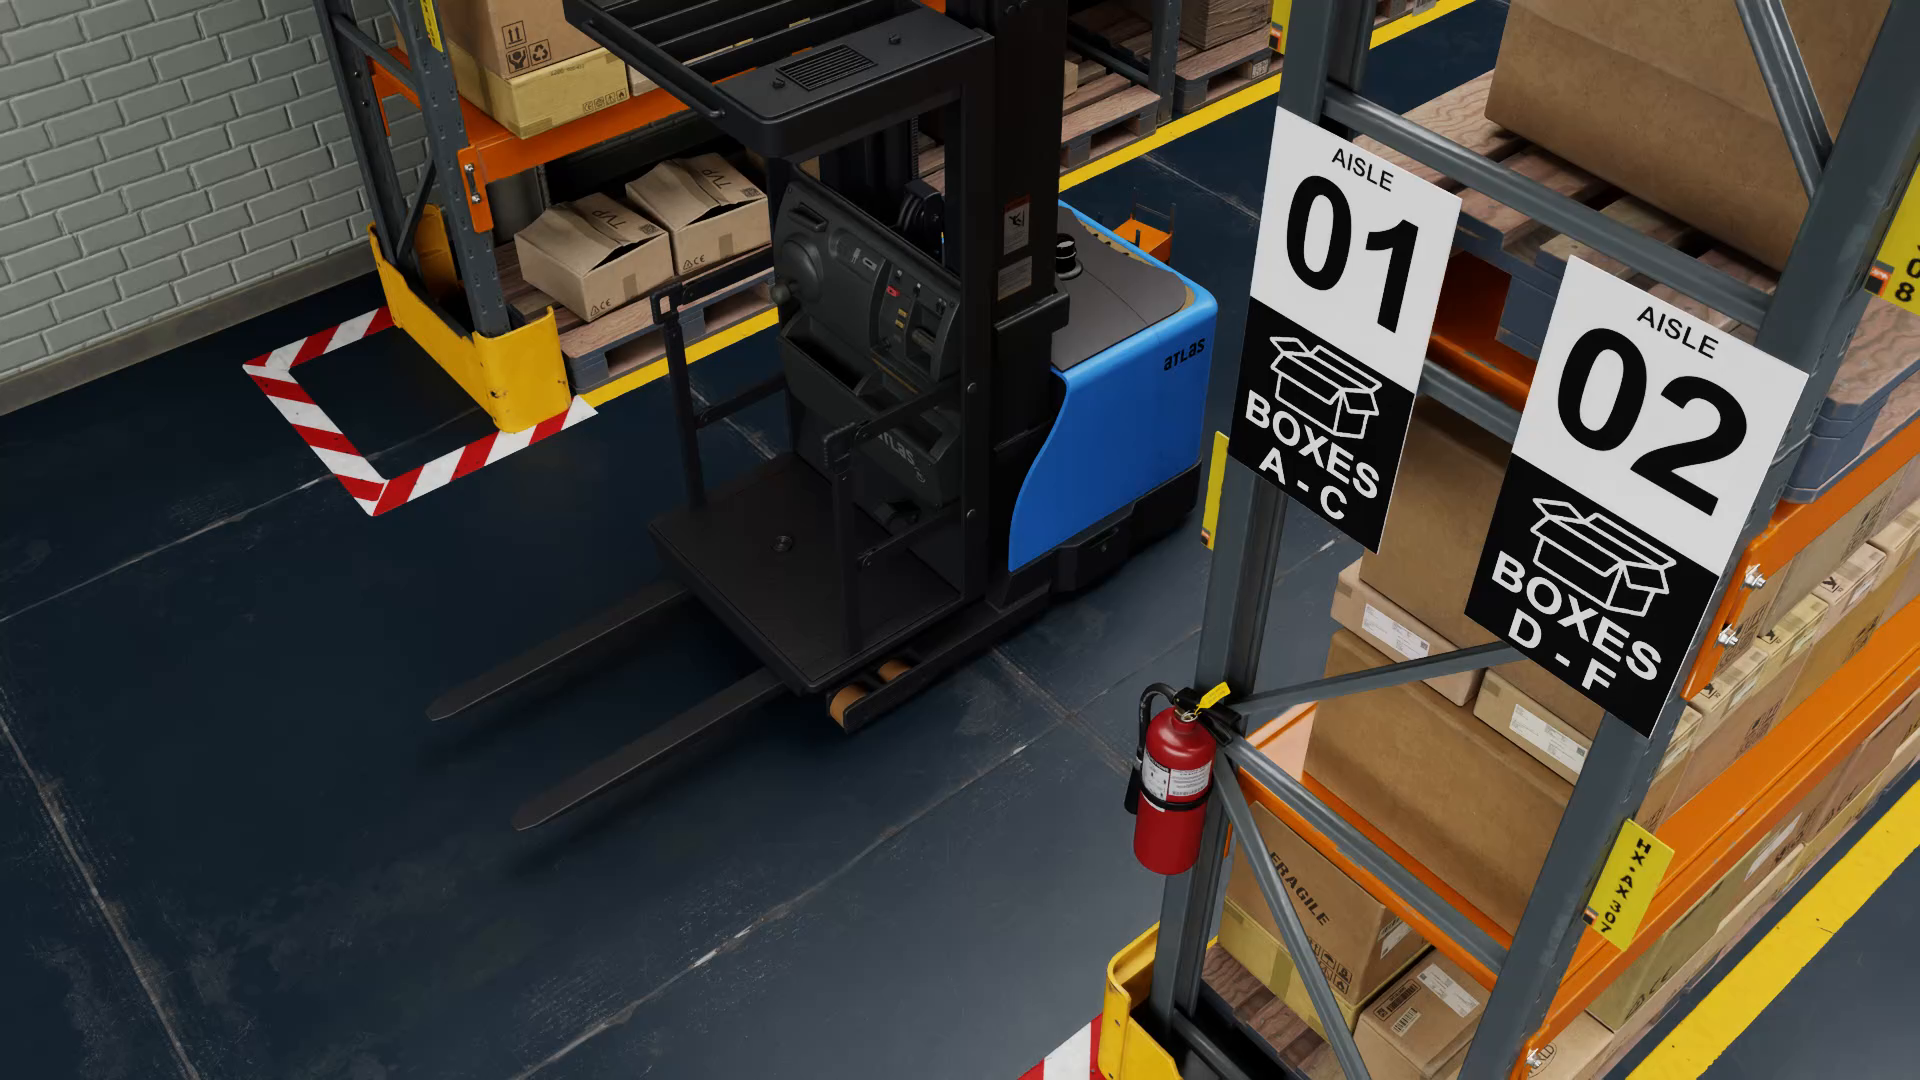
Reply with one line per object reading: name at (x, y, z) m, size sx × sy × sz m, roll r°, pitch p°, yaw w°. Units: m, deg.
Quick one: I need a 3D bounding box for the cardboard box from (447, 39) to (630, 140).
cardboard box at (-1.686, -1.889, 6.665) m, size 0.500 × 0.250 × 0.500 m, roll -31°, pitch 51°, yaw -29°

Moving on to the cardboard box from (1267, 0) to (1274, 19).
cardboard box at (1.722, -3.480, 9.769) m, size 0.500 × 0.500 × 0.700 m, roll -31°, pitch 51°, yaw -29°

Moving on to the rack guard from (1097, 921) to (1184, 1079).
rack guard at (0.899, 1.633, 4.647) m, size 0.348 × 0.500 × 1.175 m, roll -30°, pitch 51°, yaw -28°

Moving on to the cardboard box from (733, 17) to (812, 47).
cardboard box at (-0.902, -2.345, 7.151) m, size 0.500 × 0.250 × 0.500 m, roll -31°, pitch 51°, yaw -28°

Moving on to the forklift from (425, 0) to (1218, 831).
forklift at (-0.486, -0.794, 5.454) m, size 3.031 × 2.935 × 1.130 m, roll -30°, pitch 51°, yaw -28°

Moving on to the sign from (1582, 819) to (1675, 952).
sign at (1.268, 0.661, 3.165) m, size 0.005 × 0.325 × 0.100 m, roll -30°, pitch 51°, yaw -28°

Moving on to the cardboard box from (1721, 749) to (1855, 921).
cardboard box at (2.229, 0.721, 4.945) m, size 0.500 × 0.500 × 0.500 m, roll -30°, pitch 51°, yaw -28°

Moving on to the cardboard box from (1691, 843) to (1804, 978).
cardboard box at (2.236, 1.000, 5.195) m, size 0.500 × 0.250 × 0.500 m, roll -30°, pitch 51°, yaw -28°

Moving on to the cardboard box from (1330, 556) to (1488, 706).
cardboard box at (1.088, 0.170, 3.831) m, size 0.250 × 0.149 × 0.380 m, roll -31°, pitch 51°, yaw -28°

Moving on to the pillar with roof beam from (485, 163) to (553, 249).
pillar with roof beam at (0.480, -2.577, 2.920) m, size 0.400 × 9.000 × 9.100 m, roll -30°, pitch 51°, yaw -28°

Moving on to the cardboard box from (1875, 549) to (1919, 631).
cardboard box at (2.469, -0.205, 4.705) m, size 0.500 × 0.500 × 0.700 m, roll -28°, pitch 50°, yaw -27°

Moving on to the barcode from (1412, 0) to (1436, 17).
barcode at (0.839, -0.980, 2.987) m, size 0.075 × 0.075 × 0.001 m, roll -30°, pitch 51°, yaw -28°

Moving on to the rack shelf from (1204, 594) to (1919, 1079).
rack shelf at (2.451, 0.095, 4.984) m, size 4.000 × 0.370 × 1.077 m, roll -30°, pitch 51°, yaw -28°

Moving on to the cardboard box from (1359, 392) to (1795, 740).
cardboard box at (1.324, -0.020, 3.560) m, size 0.500 × 0.500 × 0.700 m, roll -30°, pitch 51°, yaw -28°

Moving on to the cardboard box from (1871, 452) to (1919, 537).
cardboard box at (2.110, -0.476, 4.045) m, size 0.500 × 0.500 × 0.700 m, roll -30°, pitch 51°, yaw -28°

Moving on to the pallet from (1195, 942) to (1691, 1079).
pallet at (1.477, 1.369, 5.138) m, size 1.213 × 0.211 × 1.003 m, roll -30°, pitch 51°, yaw -28°

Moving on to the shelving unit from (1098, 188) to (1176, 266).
shelving unit at (0.705, -0.936, 6.980) m, size 0.215 × 1.050 × 0.252 m, roll 29°, pitch 51°, yaw 28°

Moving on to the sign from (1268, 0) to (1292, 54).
sign at (0.579, -0.967, 2.809) m, size 0.005 × 0.325 × 0.100 m, roll -30°, pitch 51°, yaw -28°

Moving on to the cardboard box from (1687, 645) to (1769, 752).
cardboard box at (1.557, 0.261, 3.734) m, size 0.250 × 0.149 × 0.380 m, roll -31°, pitch 51°, yaw -29°

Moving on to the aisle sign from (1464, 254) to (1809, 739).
aisle sign at (1.063, -0.047, 2.710) m, size 0.004 × 0.787 × 0.394 m, roll -30°, pitch 51°, yaw -28°

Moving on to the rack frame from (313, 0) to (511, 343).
rack frame at (-2.264, -1.889, 6.570) m, size 0.127 × 3.000 × 1.000 m, roll -30°, pitch 51°, yaw -28°

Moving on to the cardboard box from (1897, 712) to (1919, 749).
cardboard box at (2.998, 0.283, 5.411) m, size 0.500 × 0.500 × 0.500 m, roll -30°, pitch 51°, yaw -28°

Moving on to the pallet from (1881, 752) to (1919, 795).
pallet at (3.348, 0.298, 6.279) m, size 1.213 × 0.211 × 1.003 m, roll -30°, pitch 51°, yaw -28°

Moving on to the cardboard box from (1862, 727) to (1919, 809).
cardboard box at (3.006, 0.563, 5.661) m, size 0.500 × 0.250 × 0.500 m, roll -30°, pitch 51°, yaw -28°

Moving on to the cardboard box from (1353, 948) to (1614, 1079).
cardboard box at (1.471, 1.441, 4.726) m, size 0.500 × 0.250 × 0.500 m, roll -30°, pitch 51°, yaw -28°

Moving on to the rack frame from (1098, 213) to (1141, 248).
rack frame at (0.628, -0.871, 6.911) m, size 0.200 × 1.050 × 0.008 m, roll 29°, pitch 51°, yaw 28°

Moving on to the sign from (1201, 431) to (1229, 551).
sign at (0.579, -0.089, 3.634) m, size 0.005 × 0.325 × 0.100 m, roll -30°, pitch 51°, yaw -28°

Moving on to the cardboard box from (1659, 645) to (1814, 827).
cardboard box at (1.683, 0.243, 4.227) m, size 0.500 × 0.500 × 0.700 m, roll -28°, pitch 50°, yaw -27°

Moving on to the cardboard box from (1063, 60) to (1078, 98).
cardboard box at (0.413, -2.523, 8.993) m, size 0.380 × 0.166 × 0.250 m, roll 32°, pitch 52°, yaw 30°

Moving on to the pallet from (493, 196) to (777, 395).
pallet at (-1.560, -1.244, 7.920) m, size 1.213 × 0.211 × 1.003 m, roll -30°, pitch 51°, yaw -28°

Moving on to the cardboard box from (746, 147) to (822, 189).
cardboard box at (-0.644, -1.941, 8.130) m, size 0.500 × 0.500 × 0.700 m, roll -33°, pitch 52°, yaw -30°

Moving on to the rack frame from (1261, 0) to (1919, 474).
rack frame at (0.917, -1.476, 1.748) m, size 0.127 × 3.000 × 1.000 m, roll -30°, pitch 51°, yaw -28°

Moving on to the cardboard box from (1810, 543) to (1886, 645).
cardboard box at (1.944, 0.043, 3.966) m, size 0.250 × 0.149 × 0.380 m, roll -31°, pitch 51°, yaw -28°

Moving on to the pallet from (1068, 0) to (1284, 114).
pallet at (1.400, -2.972, 9.760) m, size 1.213 × 0.211 × 1.003 m, roll -30°, pitch 51°, yaw -28°

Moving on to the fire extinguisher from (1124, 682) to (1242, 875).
fire extinguisher at (0.528, 0.547, 4.033) m, size 0.183 × 0.674 × 0.296 m, roll -30°, pitch 51°, yaw -28°

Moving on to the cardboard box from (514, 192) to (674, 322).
cardboard box at (-1.676, -1.326, 7.613) m, size 0.500 × 0.311 × 0.500 m, roll 33°, pitch 52°, yaw 30°
